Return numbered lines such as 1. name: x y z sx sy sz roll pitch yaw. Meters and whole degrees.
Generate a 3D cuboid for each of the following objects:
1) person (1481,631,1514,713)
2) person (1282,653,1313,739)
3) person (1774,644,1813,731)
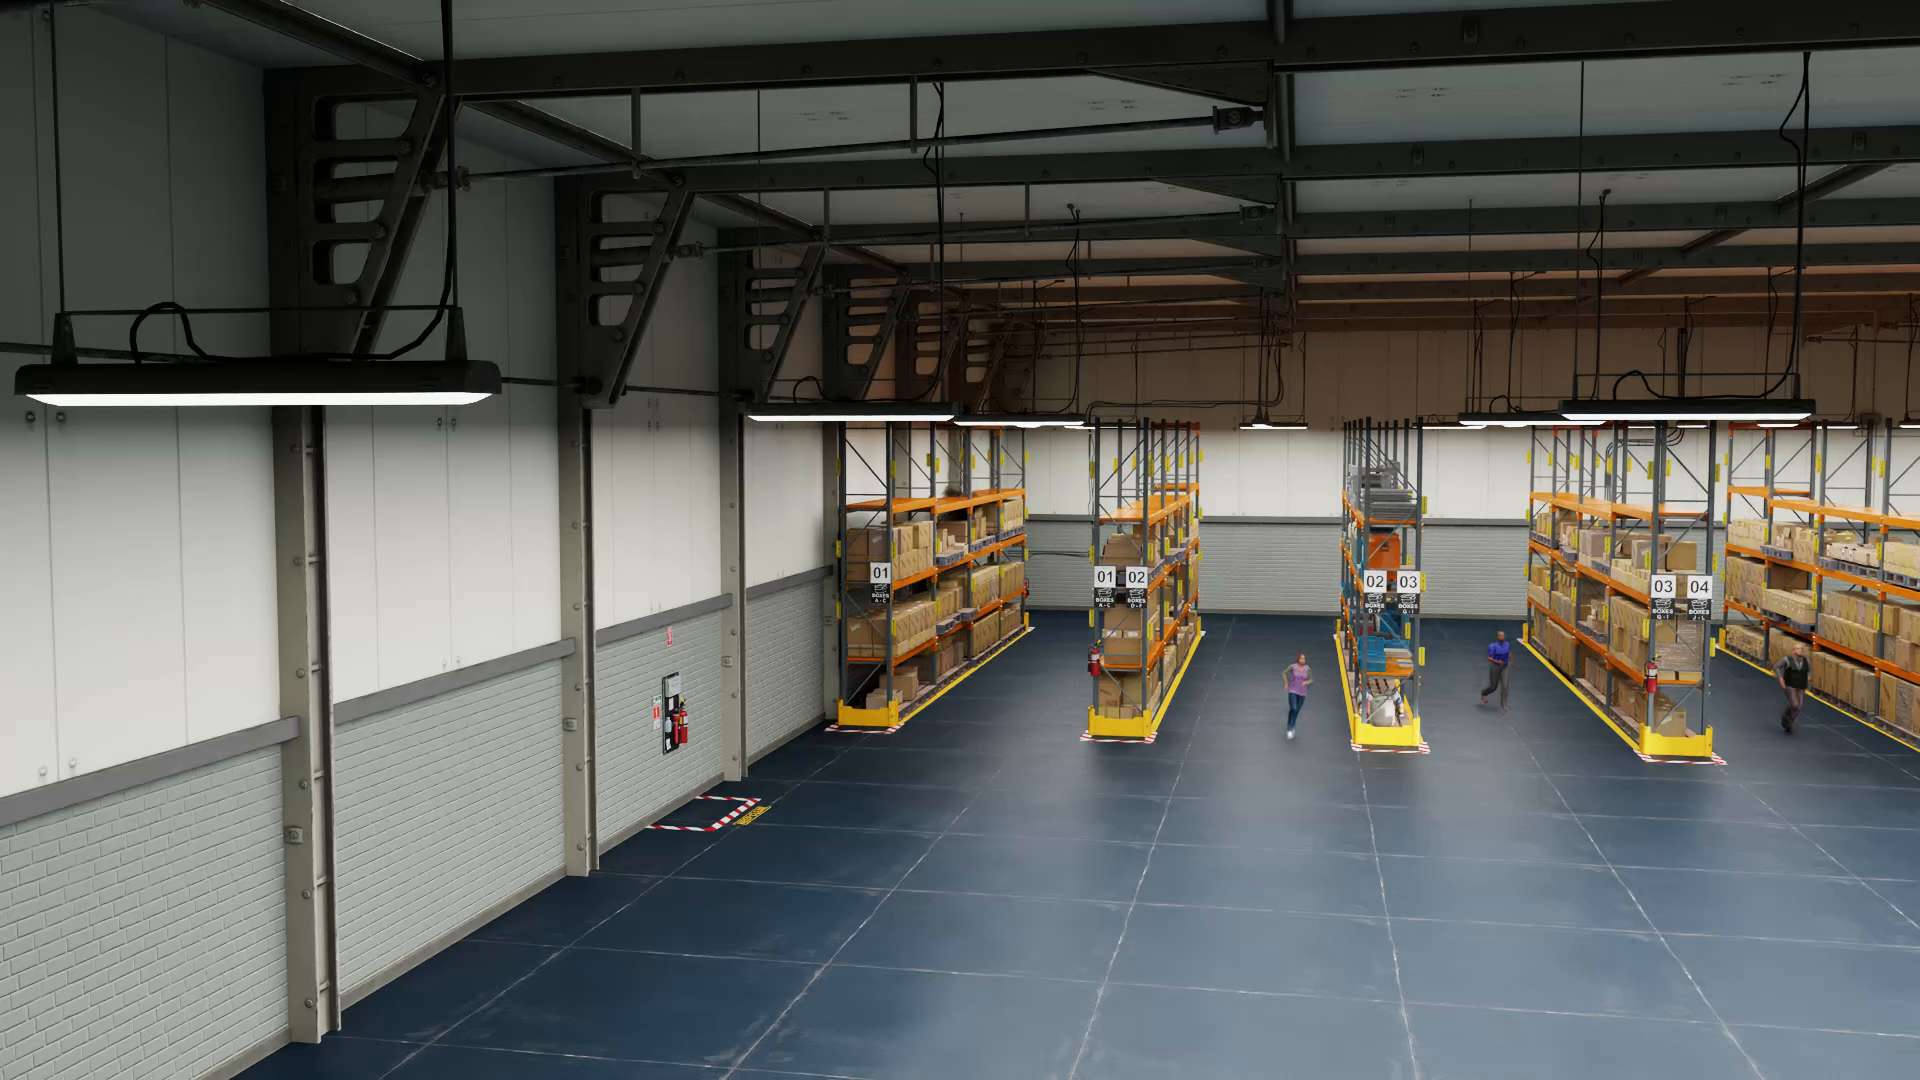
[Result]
1. person: 11.109 2.685 34.283 0.588 1.662 0.900 0 4 -7
2. person: 6.355 2.919 31.290 0.530 1.627 0.711 0 4 -2
3. person: 15.924 2.820 31.682 0.660 1.679 0.634 0 4 0
